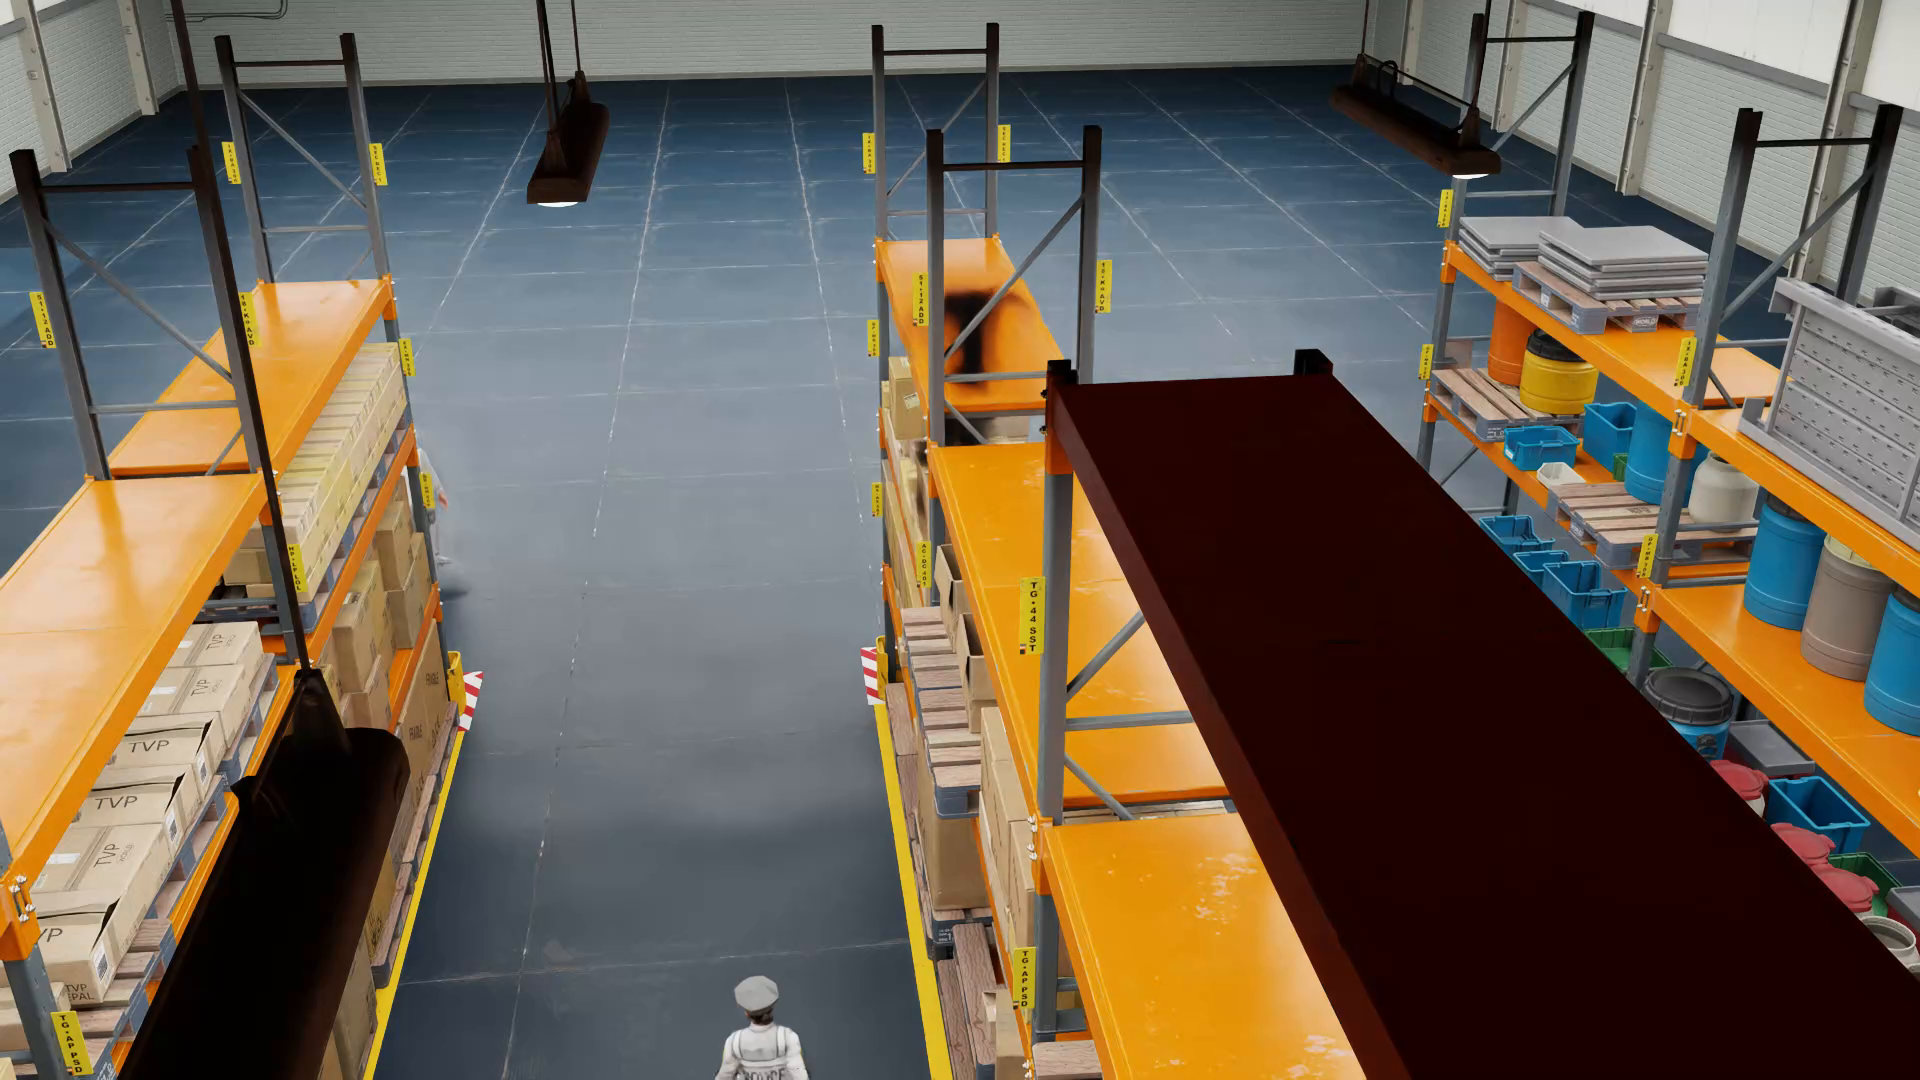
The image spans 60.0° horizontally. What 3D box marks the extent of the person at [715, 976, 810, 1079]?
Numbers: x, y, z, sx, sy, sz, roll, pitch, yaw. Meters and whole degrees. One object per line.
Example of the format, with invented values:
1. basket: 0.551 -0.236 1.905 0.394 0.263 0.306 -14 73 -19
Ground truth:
1. person: -1.105 3.323 9.655 0.609 1.612 0.660 -2 26 -3

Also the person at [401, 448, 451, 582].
1. person: -5.749 -0.405 17.356 0.659 1.729 0.635 -15 29 -29
